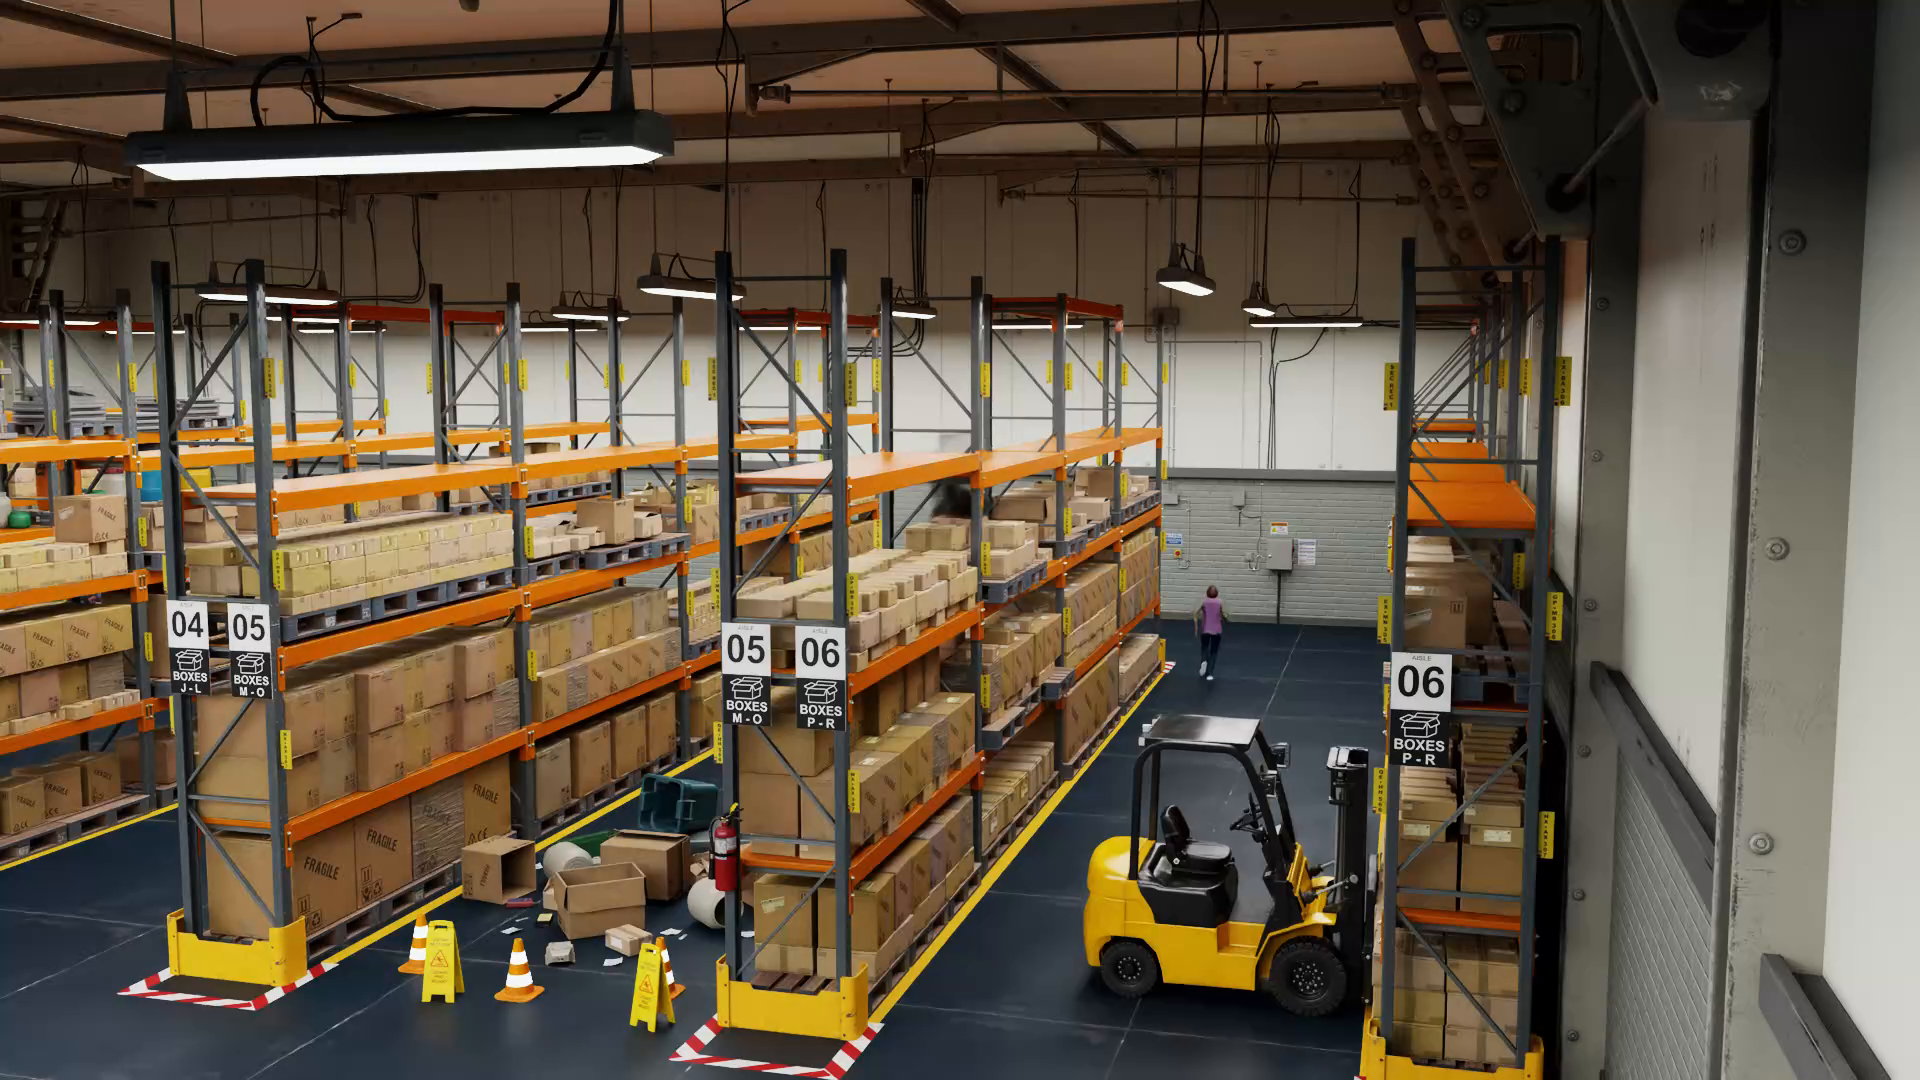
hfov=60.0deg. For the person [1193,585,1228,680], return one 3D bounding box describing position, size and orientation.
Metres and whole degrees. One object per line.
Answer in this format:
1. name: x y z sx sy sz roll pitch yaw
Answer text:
1. person: 4.104 1.507 27.256 0.553 1.540 0.670 2 6 15
